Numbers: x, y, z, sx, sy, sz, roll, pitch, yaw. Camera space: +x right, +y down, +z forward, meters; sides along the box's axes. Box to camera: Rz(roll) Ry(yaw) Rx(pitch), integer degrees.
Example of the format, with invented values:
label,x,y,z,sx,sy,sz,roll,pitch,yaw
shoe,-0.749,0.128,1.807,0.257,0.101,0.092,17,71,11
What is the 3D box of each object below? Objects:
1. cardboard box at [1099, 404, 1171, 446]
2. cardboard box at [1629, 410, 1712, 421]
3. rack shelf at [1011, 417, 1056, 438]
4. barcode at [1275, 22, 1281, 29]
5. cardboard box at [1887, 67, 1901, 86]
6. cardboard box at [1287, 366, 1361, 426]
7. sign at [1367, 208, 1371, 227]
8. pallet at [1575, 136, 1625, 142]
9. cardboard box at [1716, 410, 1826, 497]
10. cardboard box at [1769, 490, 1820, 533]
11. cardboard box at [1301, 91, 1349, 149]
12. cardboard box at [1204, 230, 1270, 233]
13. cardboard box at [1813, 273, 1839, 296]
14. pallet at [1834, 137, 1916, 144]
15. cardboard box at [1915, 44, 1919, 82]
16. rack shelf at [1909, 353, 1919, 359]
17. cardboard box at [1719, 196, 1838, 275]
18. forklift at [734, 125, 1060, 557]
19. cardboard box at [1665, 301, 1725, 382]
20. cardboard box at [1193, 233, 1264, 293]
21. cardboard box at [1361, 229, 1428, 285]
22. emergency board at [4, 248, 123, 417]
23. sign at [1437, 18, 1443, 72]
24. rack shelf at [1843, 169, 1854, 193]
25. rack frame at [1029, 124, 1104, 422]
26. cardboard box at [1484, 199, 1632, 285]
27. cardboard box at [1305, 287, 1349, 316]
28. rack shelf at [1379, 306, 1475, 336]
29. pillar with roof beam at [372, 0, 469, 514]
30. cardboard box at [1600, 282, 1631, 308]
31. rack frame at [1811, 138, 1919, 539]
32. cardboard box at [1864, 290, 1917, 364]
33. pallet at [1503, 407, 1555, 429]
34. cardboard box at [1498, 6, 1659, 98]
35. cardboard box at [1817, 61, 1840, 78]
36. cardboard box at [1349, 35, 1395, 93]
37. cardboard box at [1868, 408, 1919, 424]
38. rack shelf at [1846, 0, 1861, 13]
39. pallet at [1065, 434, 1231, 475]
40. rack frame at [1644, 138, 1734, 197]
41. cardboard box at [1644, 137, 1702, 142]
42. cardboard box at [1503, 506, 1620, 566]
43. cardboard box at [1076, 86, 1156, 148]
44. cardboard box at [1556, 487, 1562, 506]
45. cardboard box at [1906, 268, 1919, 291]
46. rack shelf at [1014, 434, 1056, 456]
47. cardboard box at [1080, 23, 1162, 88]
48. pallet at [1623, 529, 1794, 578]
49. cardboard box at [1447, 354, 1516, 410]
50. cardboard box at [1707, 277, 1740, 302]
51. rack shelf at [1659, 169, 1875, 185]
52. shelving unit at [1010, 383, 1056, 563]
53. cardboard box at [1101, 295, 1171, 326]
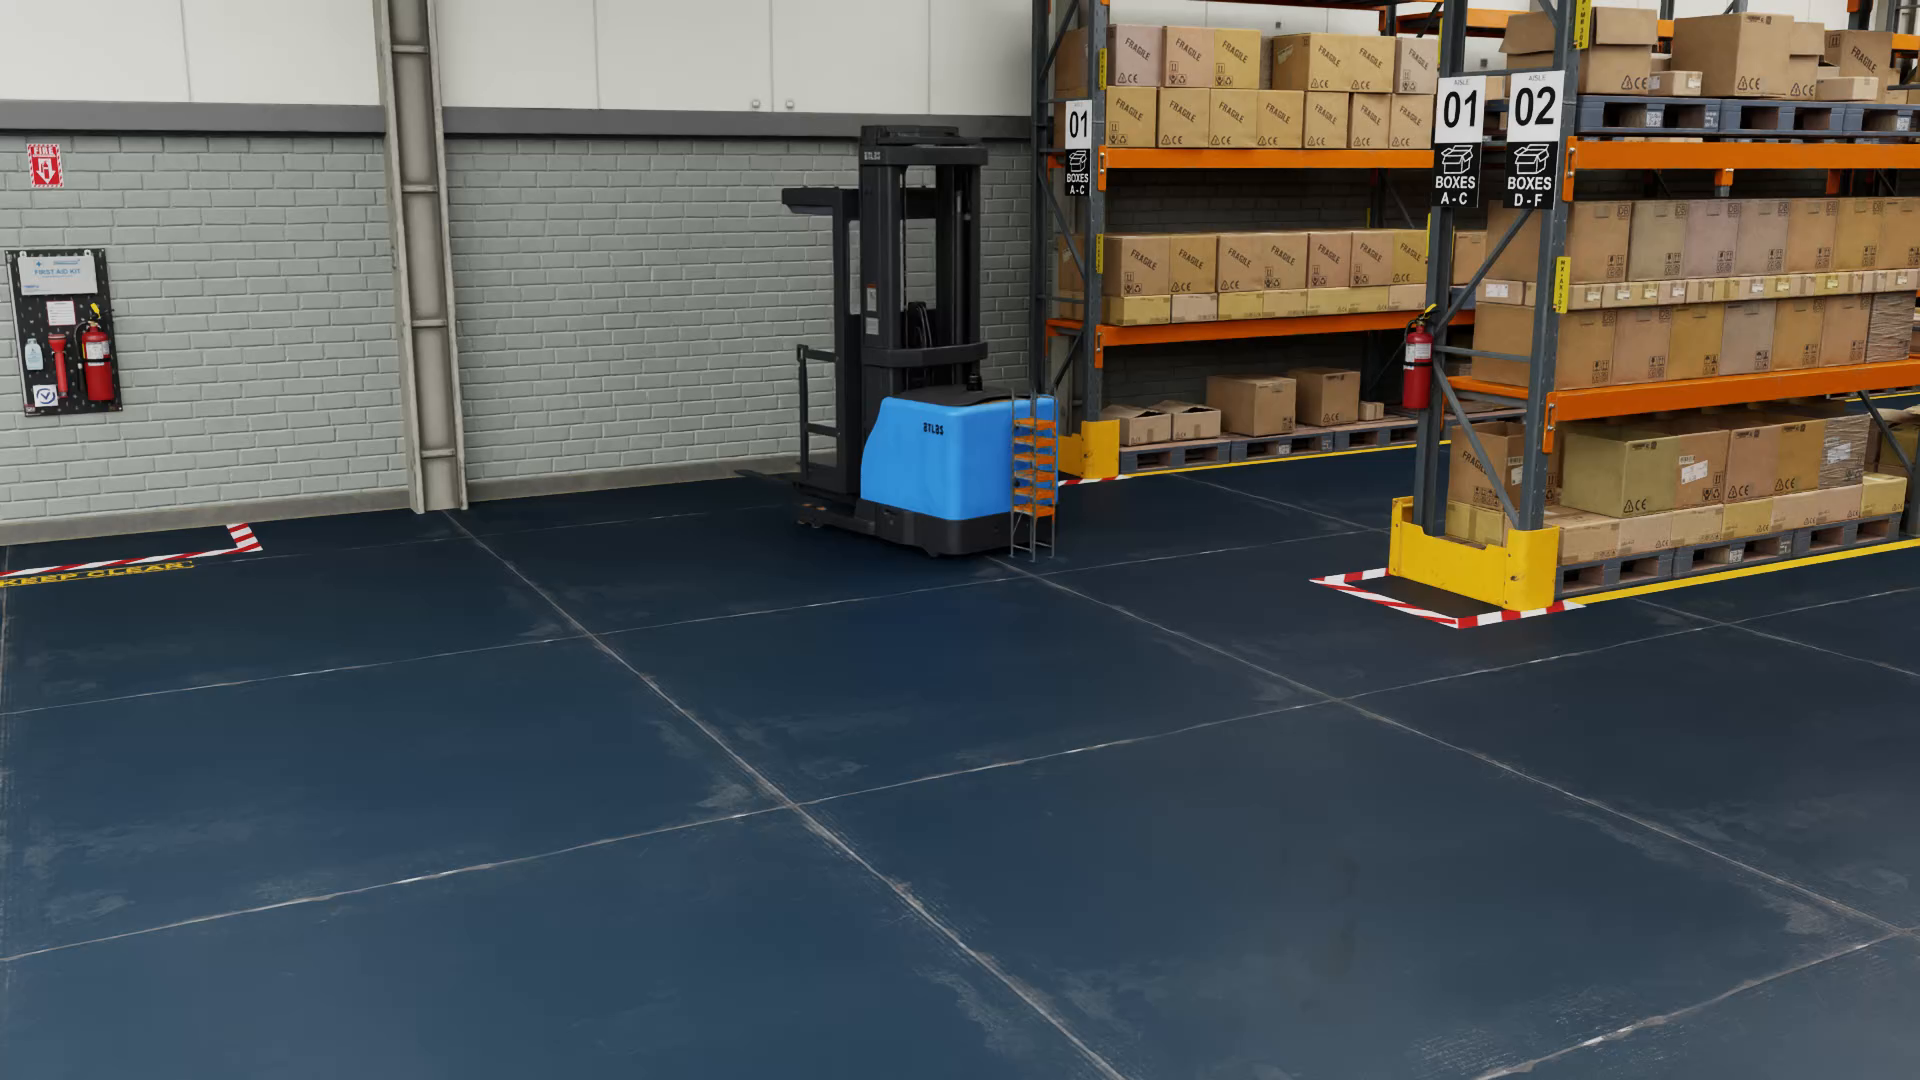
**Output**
label,x,y,z,sx,sy,sz,roll,pitch,yaw
cardboard box,1.569,-1.067,15.141,0.500,0.311,0.500,-9,15,-34
cardboard box,4.934,-0.658,11.800,0.500,0.500,0.500,-7,14,-28
rack shelf,0.503,-0.770,11.360,0.180,0.103,0.258,-11,17,-40
barcode,3.004,-4.857,15.699,0.075,0.075,0.001,-7,14,-28
cardboard box,10.617,-5.397,19.488,0.500,0.250,0.500,-6,14,-24
cardboard box,3.538,-1.408,16.225,0.500,0.500,0.500,-8,15,-32
sign,4.161,-3.201,16.865,0.005,0.325,0.100,-7,14,-28
pallet,5.932,-4.056,16.894,1.003,0.211,1.213,-7,14,-28
cardboard box,5.623,-0.610,11.587,0.500,0.500,0.500,-7,14,-28
cardboard box,5.629,-0.242,11.658,0.500,0.250,0.500,-7,14,-28
cardboard box,3.187,-3.835,15.211,0.500,0.500,0.500,-7,15,-30
cardboard box,2.571,-2.661,15.690,0.500,0.500,0.500,-7,14,-27
cardboard box,5.777,-1.764,11.411,0.250,0.149,0.380,-7,14,-28
pallet,10.671,-4.635,19.479,1.217,0.209,0.805,-8,15,-30
cardboard box,7.367,-3.594,12.091,0.500,0.500,0.500,-7,14,-27
rack shelf,8.562,-1.435,13.292,4.000,0.370,1.077,-7,14,-28
cardboard box,5.537,-2.103,11.441,0.500,0.500,0.700,-7,14,-28
forklift,-0.621,-1.575,12.432,1.130,2.935,3.031,-11,16,-39
cardboard box,4.609,-1.357,11.081,0.500,0.500,0.700,-7,14,-27
cardboard box,2.377,-2.507,15.005,0.500,0.500,0.500,-7,15,-30
cardboard box,4.163,-2.723,15.964,0.500,0.500,0.500,-7,14,-28
emergency board,-6.335,-1.465,11.789,0.643,1.169,0.194,-7,14,-28
sign,3.048,-3.117,10.461,0.005,0.325,0.100,-7,14,-28
rack shelf,8.562,-2.898,12.962,4.000,0.370,1.077,-7,14,-28
rack frame,0.919,-2.109,14.648,0.127,3.000,1.000,-7,14,-28
cardboard box,3.758,-1.889,10.487,0.500,0.500,0.700,-7,14,-28
cardboard box,3.284,-2.251,15.577,0.500,0.250,0.500,-7,14,-28
rack shelf,6.185,-2.389,17.532,4.000,0.370,1.077,-7,14,-28
pillar with roof beam,-2.085,-3.815,8.566,0.400,9.000,9.100,-7,14,-28
cardboard box,3.974,-1.548,10.451,0.250,0.149,0.380,-7,15,-29
rack frame,6.807,-1.575,12.278,0.127,3.000,1.000,-7,14,-28
cardboard box,6.420,-1.576,12.054,0.500,0.500,0.700,-7,15,-29
pallet,6.185,-1.381,17.764,1.213,0.211,1.003,-7,14,-28
cardboard box,3.802,-3.001,10.271,0.637,0.503,0.797,-6,14,-24
cardboard box,5.764,-3.210,11.635,0.500,0.311,0.500,-8,15,-31
cardboard box,3.641,-4.375,15.333,0.500,0.500,0.500,-6,14,-25
cardboard box,7.478,-0.866,13.155,0.500,0.311,0.500,-6,14,-26
rack shelf,5.051,-3.746,10.807,4.000,0.370,1.077,-7,14,-28
pallet,1.716,-0.835,15.339,1.213,0.211,1.003,-7,14,-28
rack frame,7.941,-2.951,18.388,0.127,3.000,1.000,-7,14,-28
cardboard box,7.438,-4.252,17.498,0.500,0.311,0.500,-7,14,-28
cardboard box,3.873,-0.032,10.724,0.500,0.250,0.500,-7,14,-28
cardboard box,1.332,-3.618,14.248,0.500,0.500,0.500,-6,14,-26
cardboard box,4.058,-0.186,11.412,0.500,0.250,0.500,-7,14,-28
cardboard box,6.671,-1.871,11.885,0.250,0.149,0.380,-7,14,-28
rack shelf,0.503,-0.653,11.386,0.180,0.103,0.258,-11,17,-40
cardboard box,1.373,-4.112,14.168,0.500,0.500,0.500,-8,15,-32
pallet,5.016,-0.010,11.674,1.213,0.211,1.003,-7,14,-28
cardboard box,5.497,-1.670,17.387,0.500,0.500,0.700,-7,15,-29
cardboard box,4.873,-1.656,10.929,0.250,0.149,0.380,-7,14,-29
rack shelf,9.696,-4.273,19.072,4.000,0.370,1.077,-7,14,-28
shelving unit,0.503,-0.462,11.429,0.189,1.200,0.258,-11,17,-40
cardboard box,1.499,-2.036,14.619,0.500,0.250,0.500,-7,15,-29
